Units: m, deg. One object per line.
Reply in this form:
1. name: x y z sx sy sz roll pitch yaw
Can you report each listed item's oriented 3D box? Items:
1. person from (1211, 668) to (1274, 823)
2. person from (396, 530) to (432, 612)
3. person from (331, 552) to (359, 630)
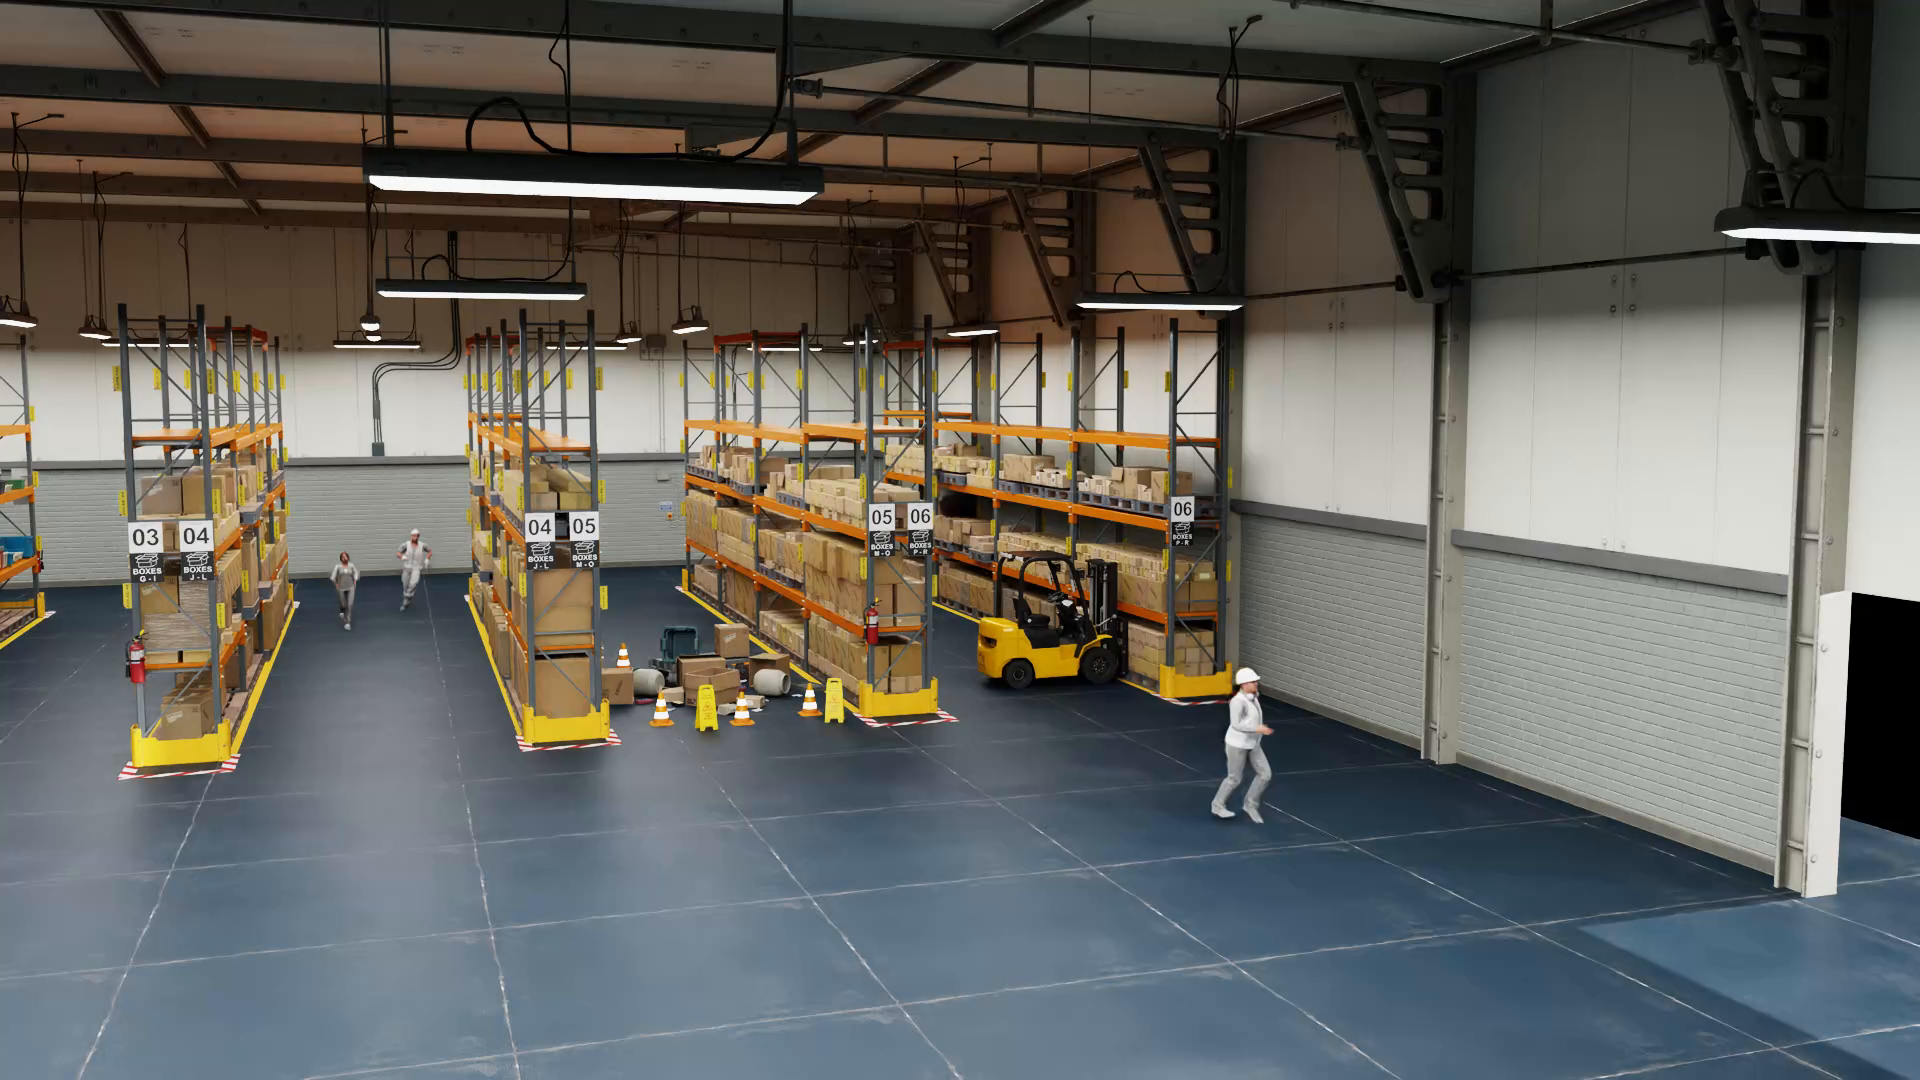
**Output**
1. person: 3.228 2.348 18.867 0.772 1.813 0.609 4 7 38
2. person: -12.062 0.653 36.722 0.713 1.783 0.852 -1 5 -9
3. person: -12.508 1.018 33.860 0.542 1.565 0.651 -3 6 -26
